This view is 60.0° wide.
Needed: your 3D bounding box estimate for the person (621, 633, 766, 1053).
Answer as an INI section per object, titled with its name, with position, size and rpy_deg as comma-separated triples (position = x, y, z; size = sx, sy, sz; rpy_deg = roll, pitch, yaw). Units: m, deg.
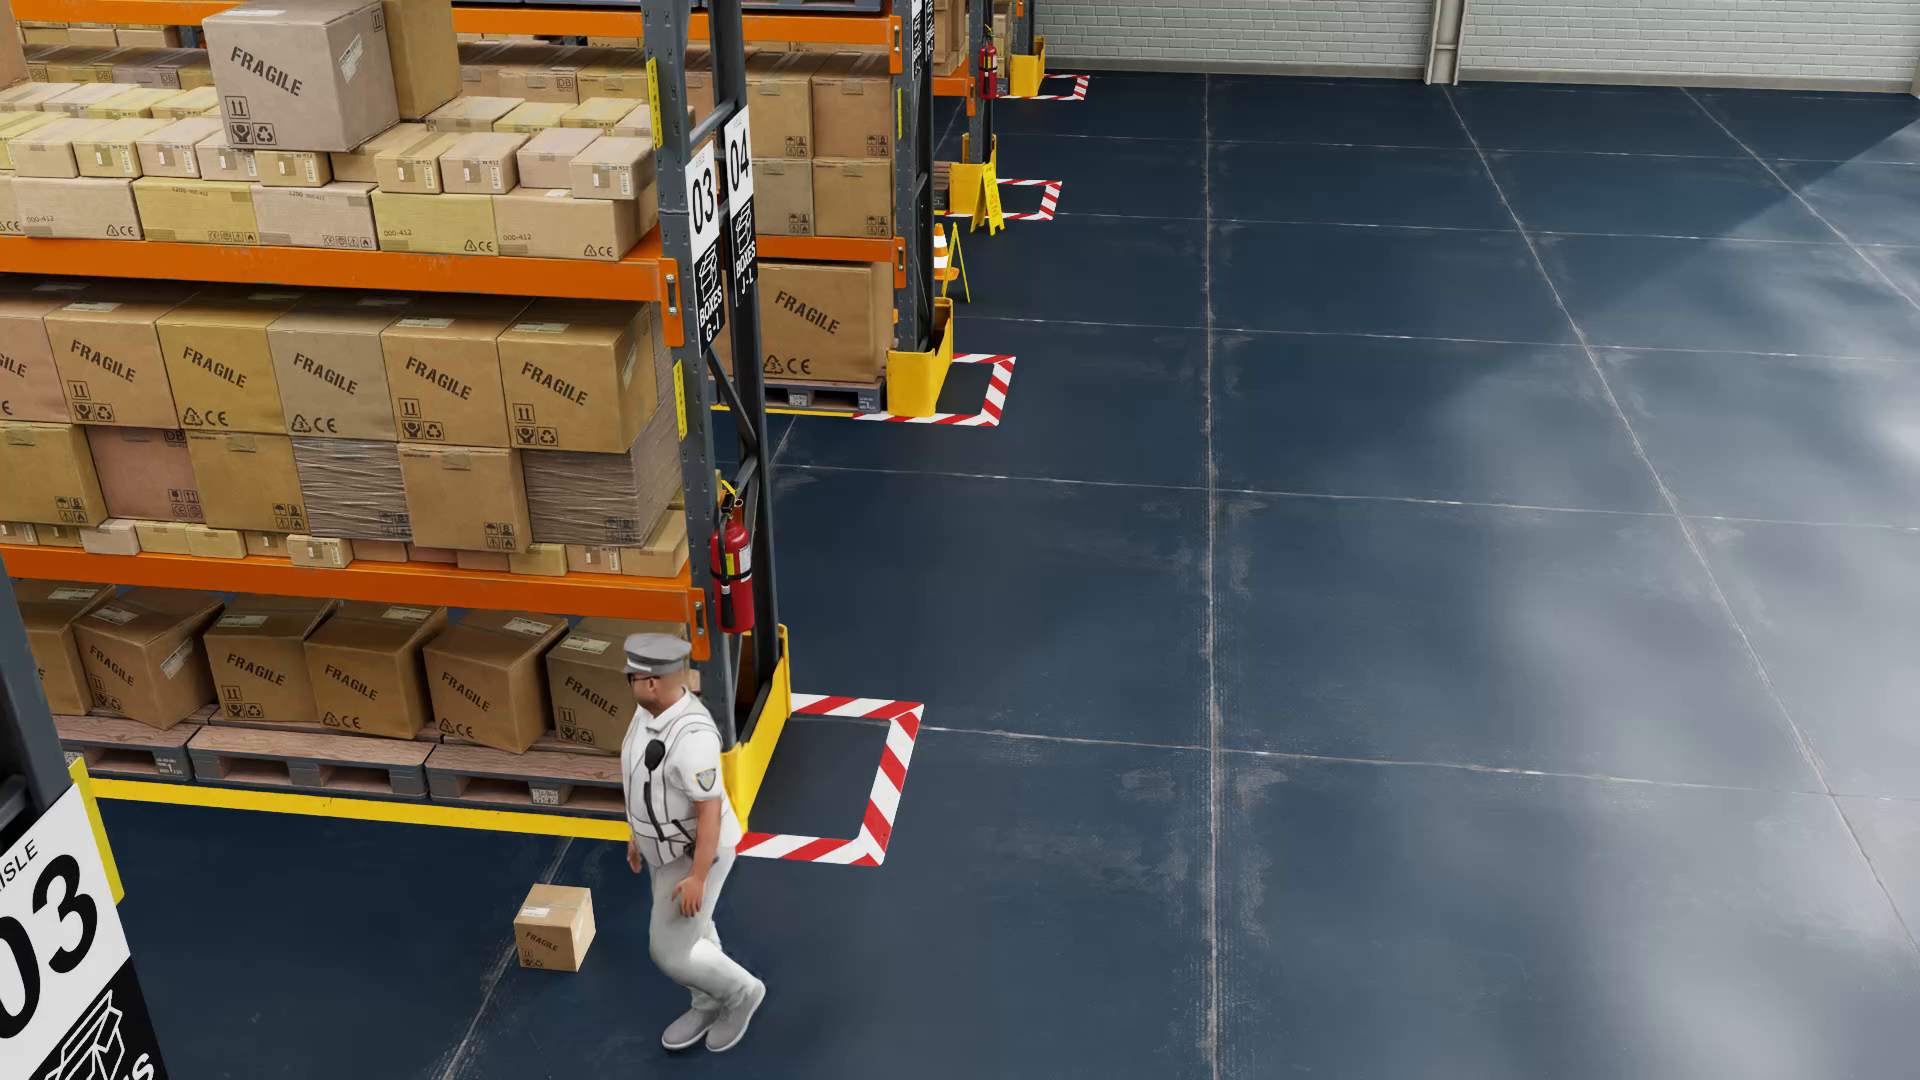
[person]
position = -1.077, 1.175, 6.411
size = 0.450, 1.740, 0.597
rpy_deg = -16, 32, -27
